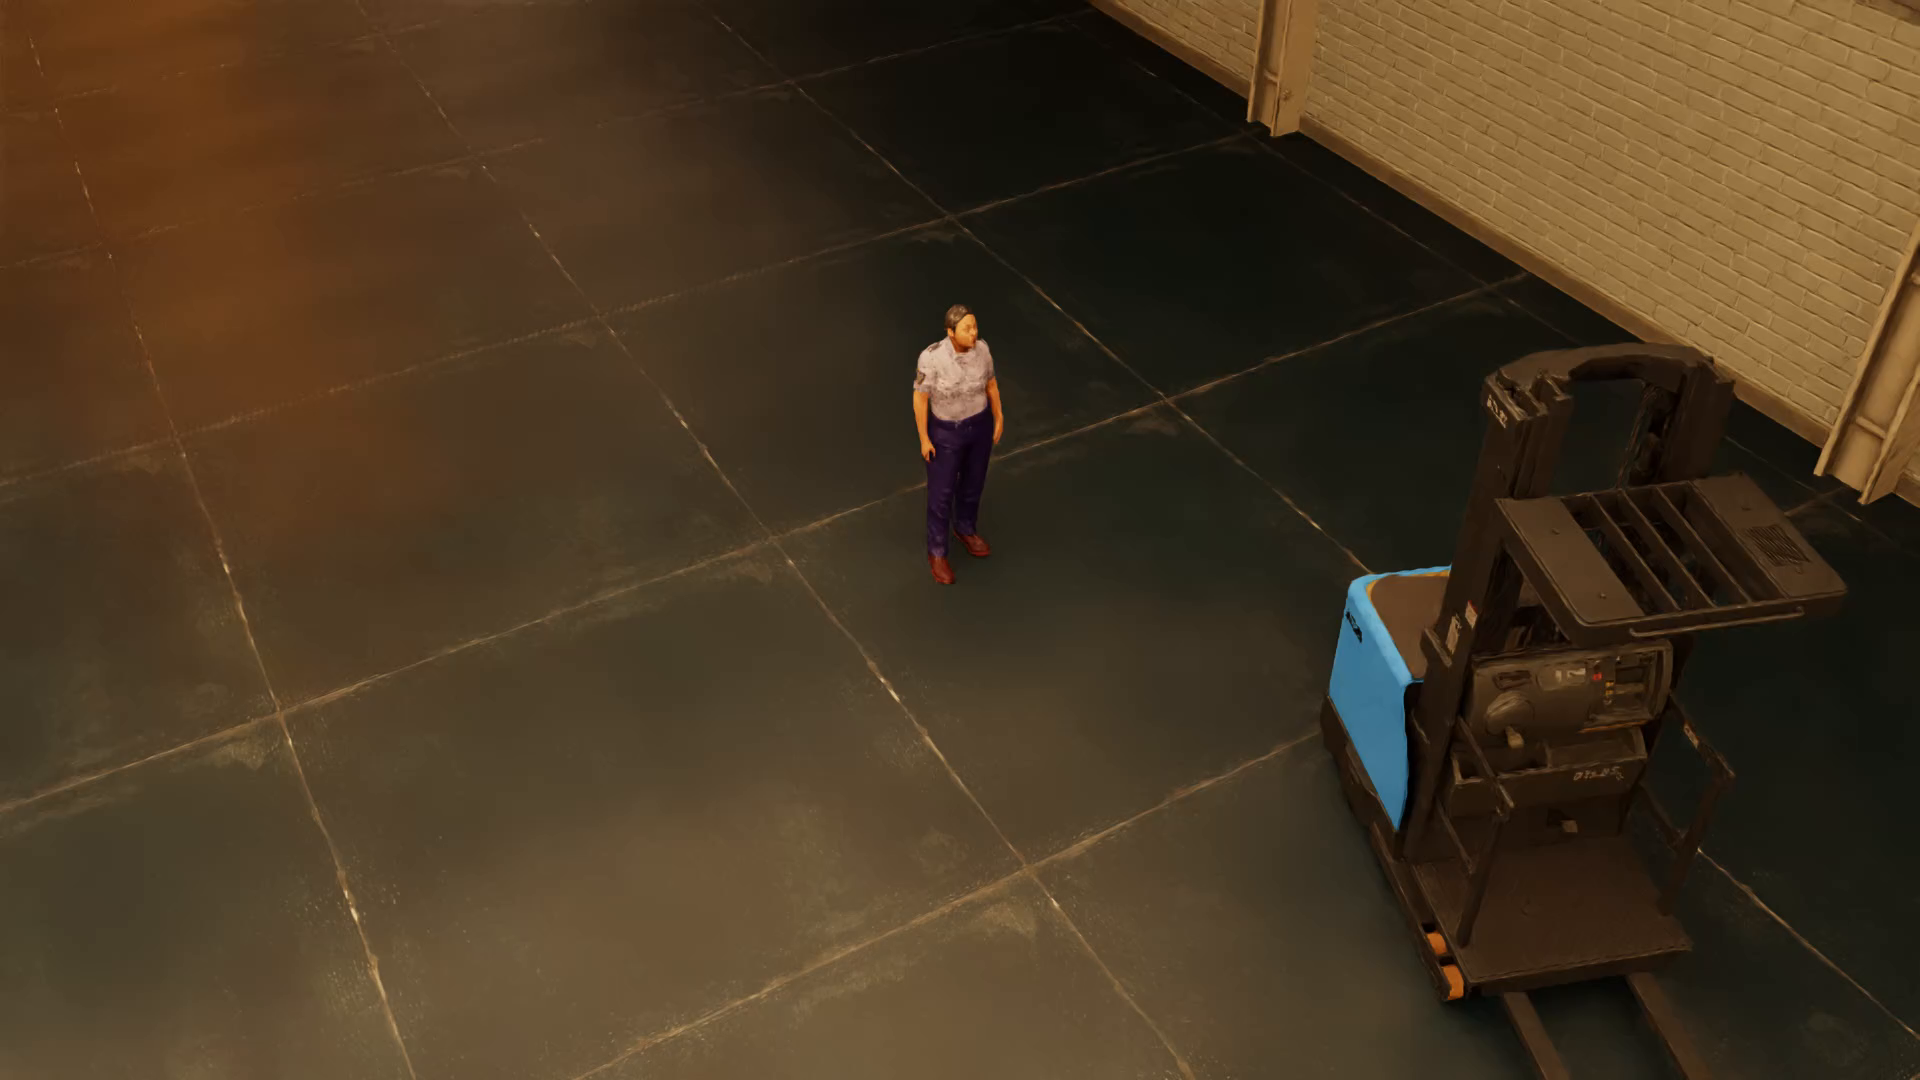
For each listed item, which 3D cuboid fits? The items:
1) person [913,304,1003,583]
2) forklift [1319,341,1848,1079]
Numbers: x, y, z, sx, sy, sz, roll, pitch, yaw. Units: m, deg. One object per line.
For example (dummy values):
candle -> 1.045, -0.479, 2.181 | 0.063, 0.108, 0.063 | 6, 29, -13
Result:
person -> 0.026, -0.583, 9.733 | 0.599, 1.650, 0.502 | -20, 44, -23
forklift -> 2.716, 0.757, 7.123 | 1.130, 2.935, 3.031 | -7, 40, -8
